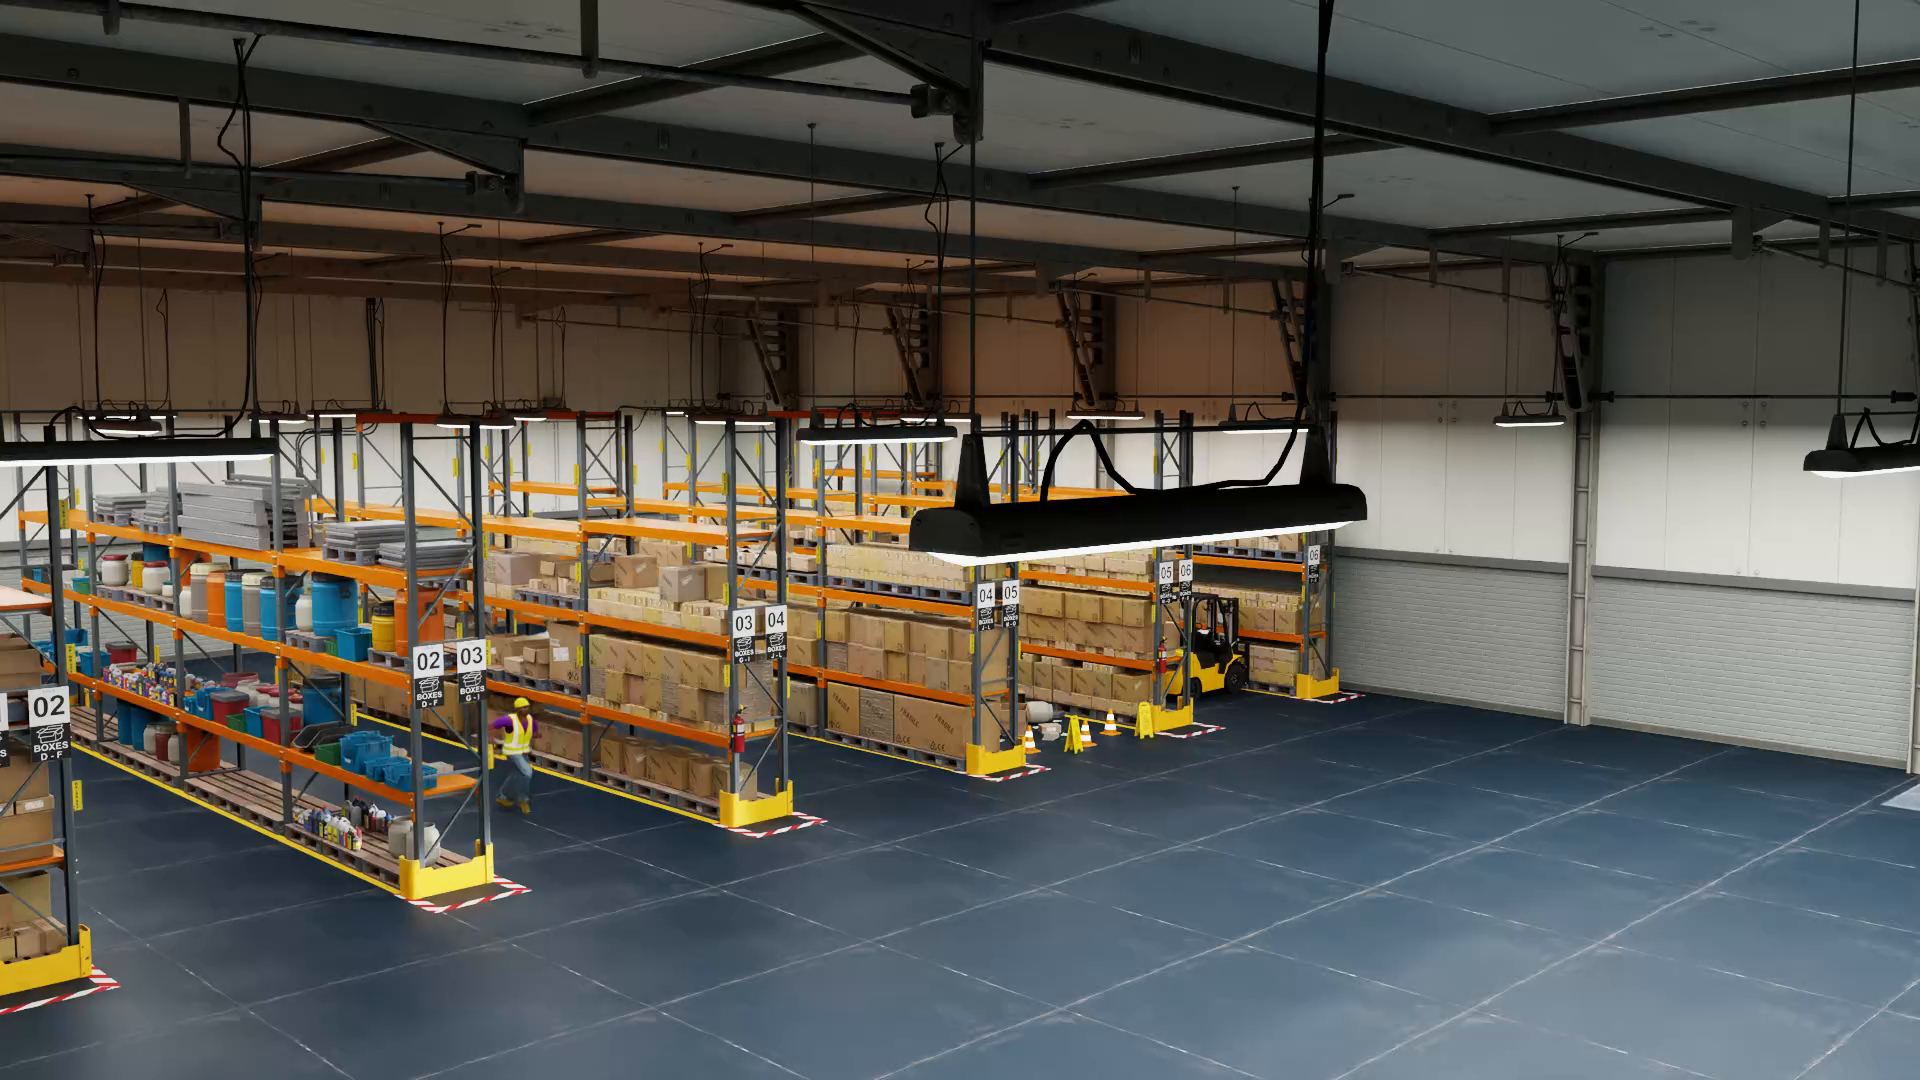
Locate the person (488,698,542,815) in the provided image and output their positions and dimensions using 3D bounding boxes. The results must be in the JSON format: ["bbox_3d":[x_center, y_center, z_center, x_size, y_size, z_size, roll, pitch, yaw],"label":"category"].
[{"bbox_3d":[-6.734,3.270,25.243,0.836,1.786,0.729,3,6,29],"label":"person"}]

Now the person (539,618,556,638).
[{"bbox_3d":[-8.485,2.467,34.509,0.860,1.708,0.592,5,7,44],"label":"person"}]
